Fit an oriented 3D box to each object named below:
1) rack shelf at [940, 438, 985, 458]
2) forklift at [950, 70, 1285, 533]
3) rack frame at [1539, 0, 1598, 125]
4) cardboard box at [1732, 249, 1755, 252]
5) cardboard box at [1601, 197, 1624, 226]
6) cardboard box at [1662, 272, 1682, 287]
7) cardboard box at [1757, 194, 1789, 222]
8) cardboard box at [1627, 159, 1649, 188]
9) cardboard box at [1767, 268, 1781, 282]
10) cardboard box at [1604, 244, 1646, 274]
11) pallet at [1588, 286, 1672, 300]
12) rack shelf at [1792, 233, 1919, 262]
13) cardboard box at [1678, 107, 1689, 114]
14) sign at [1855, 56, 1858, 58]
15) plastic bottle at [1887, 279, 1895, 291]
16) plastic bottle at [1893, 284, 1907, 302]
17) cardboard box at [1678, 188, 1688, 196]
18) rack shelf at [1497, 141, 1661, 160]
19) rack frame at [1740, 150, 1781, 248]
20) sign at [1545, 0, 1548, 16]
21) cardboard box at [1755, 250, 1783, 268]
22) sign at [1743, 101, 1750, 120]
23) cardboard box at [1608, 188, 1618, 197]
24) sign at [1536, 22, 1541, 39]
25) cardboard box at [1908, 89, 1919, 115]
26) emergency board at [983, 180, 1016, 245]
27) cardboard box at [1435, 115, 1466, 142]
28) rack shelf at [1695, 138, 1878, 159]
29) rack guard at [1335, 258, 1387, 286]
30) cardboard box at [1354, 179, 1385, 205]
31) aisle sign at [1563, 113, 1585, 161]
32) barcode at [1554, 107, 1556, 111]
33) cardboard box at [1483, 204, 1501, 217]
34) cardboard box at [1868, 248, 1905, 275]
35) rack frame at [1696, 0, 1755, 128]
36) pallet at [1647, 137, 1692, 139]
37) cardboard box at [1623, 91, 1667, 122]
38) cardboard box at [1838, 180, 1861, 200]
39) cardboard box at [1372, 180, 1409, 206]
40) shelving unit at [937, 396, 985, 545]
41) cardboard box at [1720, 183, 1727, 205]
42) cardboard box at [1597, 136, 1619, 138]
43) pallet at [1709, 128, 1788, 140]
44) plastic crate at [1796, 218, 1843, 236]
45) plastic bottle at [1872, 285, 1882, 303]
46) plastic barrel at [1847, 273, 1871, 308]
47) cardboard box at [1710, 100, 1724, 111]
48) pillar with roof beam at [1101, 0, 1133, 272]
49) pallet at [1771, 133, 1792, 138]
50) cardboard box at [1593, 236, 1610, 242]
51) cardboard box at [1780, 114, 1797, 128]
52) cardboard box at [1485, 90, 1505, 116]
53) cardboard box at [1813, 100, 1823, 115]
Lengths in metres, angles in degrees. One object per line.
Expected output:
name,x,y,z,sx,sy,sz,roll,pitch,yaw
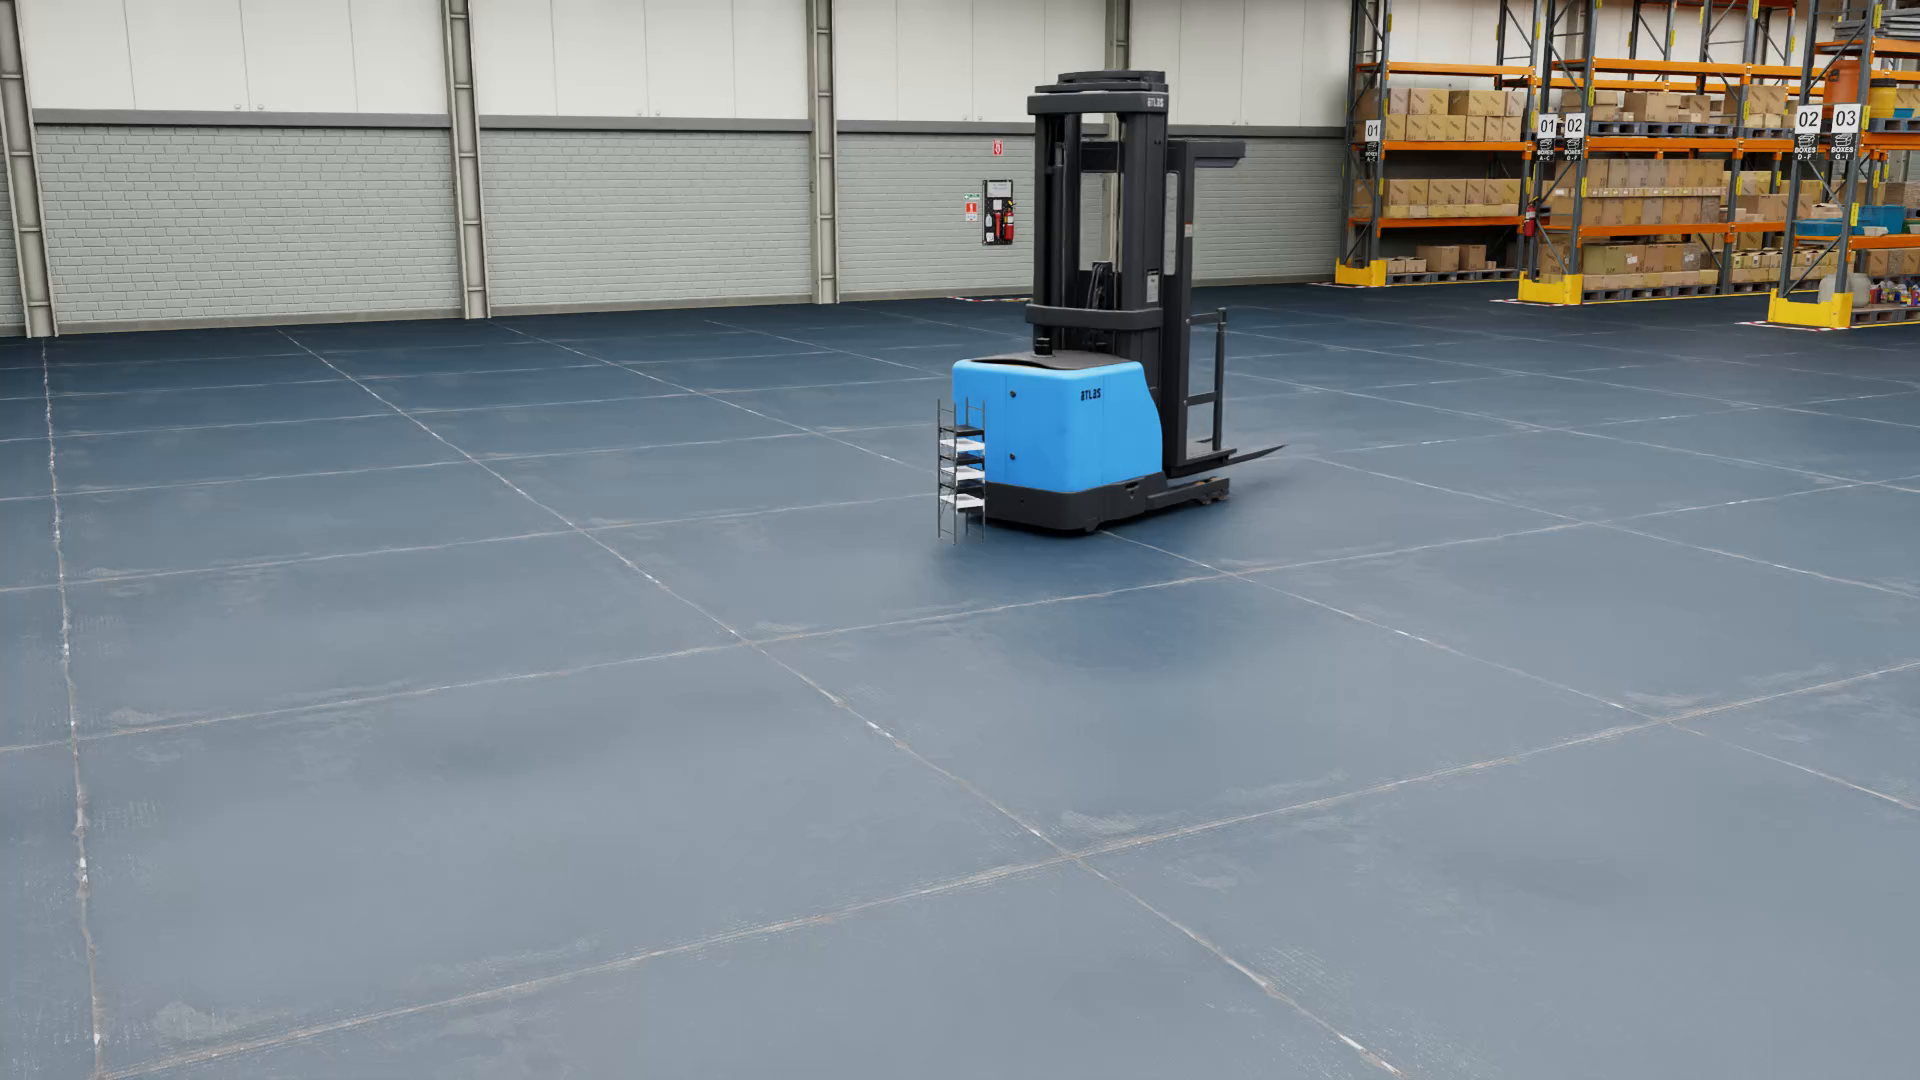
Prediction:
rack shelf,0.007,-0.583,10.482,0.200,0.077,0.258,-7,14,-28
forklift,1.274,-1.741,11.670,1.130,2.935,3.031,11,16,39
rack frame,10.372,-8.584,28.256,0.127,3.000,1.000,-7,14,-28
cardboard box,14.993,-5.421,31.894,0.500,0.311,0.500,-7,14,-28
cardboard box,11.246,-5.809,29.361,0.500,0.500,0.700,-6,14,-26
cardboard box,12.705,-4.744,30.165,0.500,0.250,0.500,-7,14,-28
cardboard box,15.466,-6.313,31.599,0.500,0.500,0.500,-7,14,-28
cardboard box,11.735,-6.501,29.480,0.500,0.500,0.700,-7,14,-28
cardboard box,15.258,-5.045,31.499,0.500,0.250,0.500,-7,15,-30
cardboard box,11.819,-5.008,29.629,0.500,0.500,0.500,-7,14,-28
pallet,12.092,-4.513,30.181,1.213,0.211,1.003,-7,14,-28
rack shelf,14.497,-4.562,25.686,4.000,0.370,1.077,-7,14,-28
cardboard box,12.840,-7.712,30.142,0.500,0.311,0.500,-8,15,-31
sign,21.778,-11.862,40.334,0.005,0.325,0.100,-7,14,-28
plastic bottle,14.806,-3.976,26.475,0.185,0.351,0.144,-7,14,-28
plastic bottle,14.899,-3.913,26.368,0.135,0.276,0.152,-7,14,-28
cardboard box,12.852,-6.267,29.918,0.250,0.149,0.380,-7,14,-28
rack shelf,13.261,-8.355,35.710,4.000,0.370,1.077,-7,14,-28
rack frame,18.528,-7.874,38.765,0.127,3.000,1.000,-7,14,-28
sign,10.124,-9.184,28.616,0.005,0.325,0.100,-7,14,-28
cardboard box,15.260,-5.317,31.431,0.500,0.311,0.500,-7,15,-30
sign,14.150,-7.726,29.916,0.005,0.325,0.100,-7,14,-28
cardboard box,11.269,-6.077,29.073,0.250,0.149,0.380,-7,14,-28
sign,11.749,-10.347,33.782,0.005,0.325,0.100,-7,14,-28
cardboard box,18.675,-8.651,32.880,0.500,0.500,0.500,-7,14,-28
emergency board,0.741,-5.968,30.296,0.643,1.169,0.194,-7,14,-28
cardboard box,9.810,-8.286,33.490,0.500,0.500,0.500,-6,14,-24
rack shelf,15.638,-7.401,31.469,4.000,0.370,1.077,-7,14,-28
rack guard,8.061,-5.400,33.465,0.348,0.500,1.175,-7,14,-28
cardboard box,8.307,-7.004,33.490,0.500,0.500,0.500,-7,14,-28
aisle sign,10.461,-6.860,28.337,0.004,0.787,0.394,-7,14,-28
barcode,10.405,-7.529,29.076,0.075,0.075,0.001,-7,14,-28
cardboard box,10.794,-6.810,34.333,0.500,0.250,0.500,-7,14,-28
cardboard box,18.387,-5.543,33.098,0.500,0.500,0.500,-7,15,-30
rack frame,13.882,-9.005,30.126,0.127,3.000,1.000,-7,14,-28
pallet,15.556,-8.902,36.933,1.003,0.211,1.213,-6,14,-25
cardboard box,11.960,-7.565,29.055,0.500,0.500,0.500,-7,14,-28
cardboard box,20.962,-8.307,40.005,0.700,0.700,0.980,-7,14,-28
cardboard box,8.558,-6.906,33.053,0.500,0.500,0.500,-7,14,-28
shelving unit,0.007,-0.440,10.514,0.210,0.900,0.258,-7,14,-28
cardboard box,16.919,-7.820,37.575,0.500,0.500,0.500,-6,14,-26
cardboard box,13.834,-8.858,36.025,0.637,0.503,0.797,-5,14,-20
pallet,14.650,-7.543,30.900,1.217,0.209,0.805,-8,15,-30
plastic crate,13.038,-4.740,25.178,0.616,0.251,0.499,-7,14,-28
plastic bottle,14.429,-3.870,26.159,0.133,0.283,0.061,-7,14,-28
plastic barrel,13.723,-3.830,25.506,0.421,0.512,0.421,0,13,0
cardboard box,17.215,-9.838,37.724,0.500,0.250,0.500,-7,15,-30
pillar with roof beam,4.991,-8.318,27.073,0.400,9.000,9.100,-7,14,-28
pallet,19.251,-9.378,38.819,1.213,0.211,1.003,-7,14,-28
cardboard box,13.879,-6.680,36.445,0.500,0.250,0.500,-7,14,-27
cardboard box,15.590,-7.863,31.267,0.500,0.250,0.500,-8,15,-33
cardboard box,10.717,-8.877,33.840,0.500,0.500,0.500,-6,14,-25
cardboard box,19.736,-9.960,38.651,0.500,0.500,0.500,-7,15,-29
